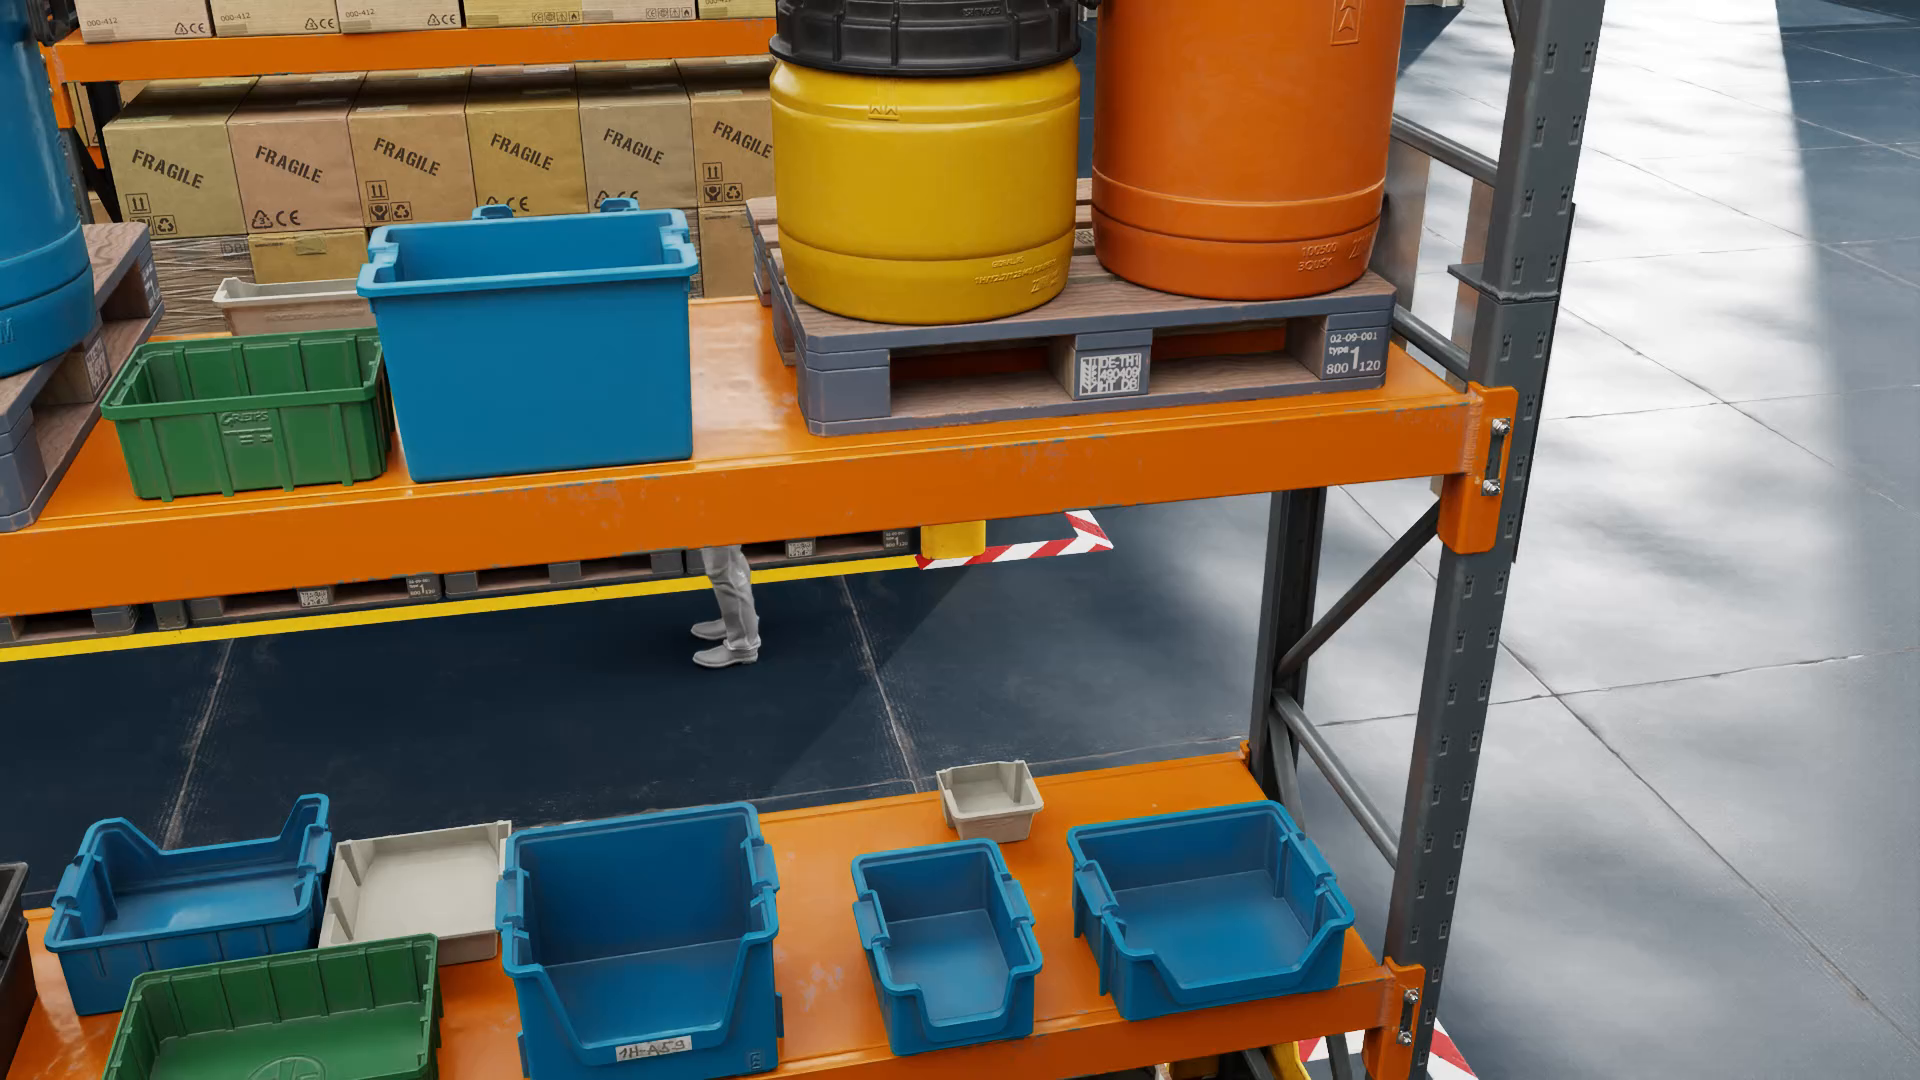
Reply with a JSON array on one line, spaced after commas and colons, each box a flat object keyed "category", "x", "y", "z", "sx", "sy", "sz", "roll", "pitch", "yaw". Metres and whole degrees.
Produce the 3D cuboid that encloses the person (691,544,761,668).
[{"category": "person", "x": -1.169, "y": -0.254, "z": 7.602, "sx": 0.587, "sy": 1.761, "sz": 0.502, "roll": -4, "pitch": 27, "yaw": -8}]
